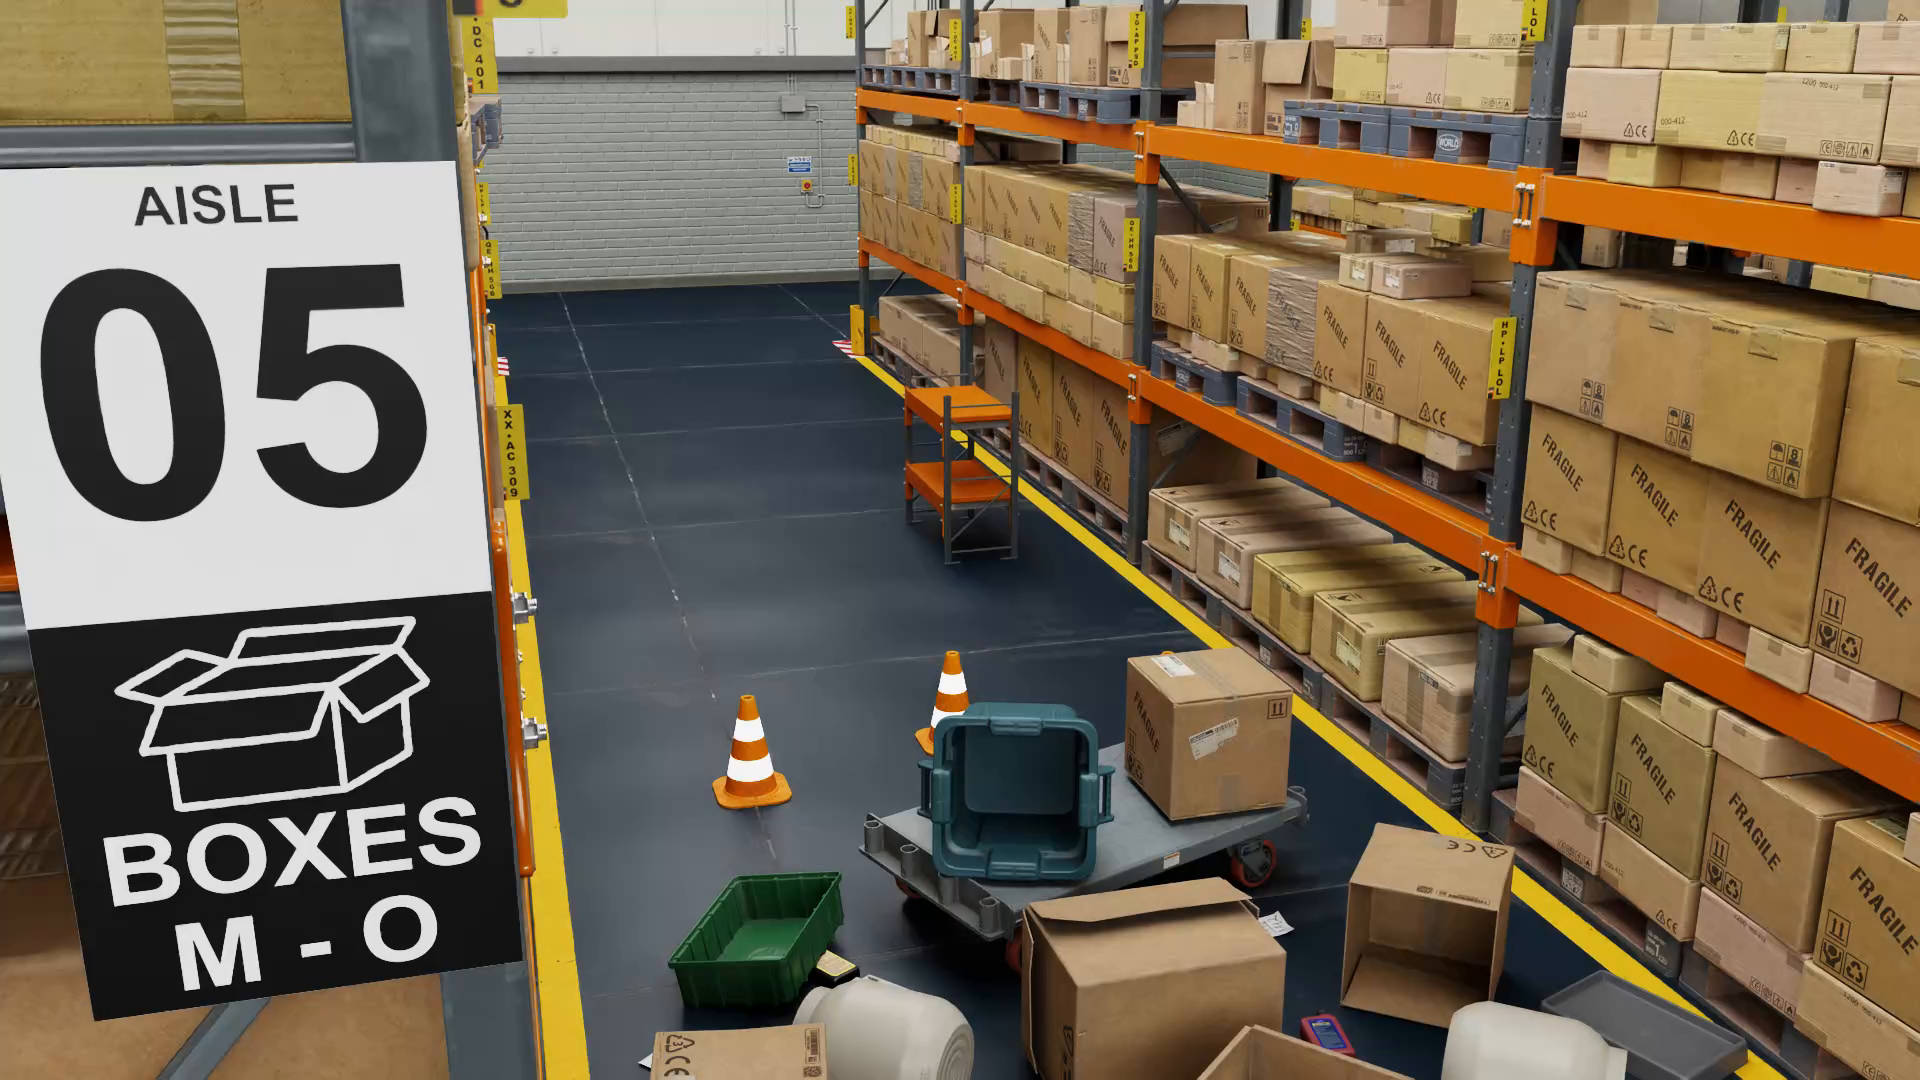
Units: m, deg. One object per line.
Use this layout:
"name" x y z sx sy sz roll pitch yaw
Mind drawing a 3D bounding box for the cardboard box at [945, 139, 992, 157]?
"cardboard box" 0.078 -3.476 14.770 0.380 0.149 0.250 -5 17 -15

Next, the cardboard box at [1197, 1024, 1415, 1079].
"cardboard box" 0.877 1.802 4.578 0.637 0.503 0.797 11 20 32

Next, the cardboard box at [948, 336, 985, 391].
"cardboard box" 0.427 -1.583 15.233 0.875 0.438 0.875 -5 17 -16

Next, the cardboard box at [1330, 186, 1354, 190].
"cardboard box" 4.550 -3.891 18.936 0.500 0.250 0.500 -4 17 -14

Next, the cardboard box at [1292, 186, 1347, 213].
"cardboard box" 4.034 -3.851 18.801 0.500 0.250 0.500 -5 17 -15

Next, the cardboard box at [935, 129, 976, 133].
"cardboard box" -0.034 -4.004 16.527 0.380 0.149 0.250 -5 17 -16

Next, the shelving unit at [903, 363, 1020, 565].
"shelving unit" -0.002 -0.541 11.296 0.538 1.125 1.048 -5 17 -15

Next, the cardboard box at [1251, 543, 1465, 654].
"cardboard box" 2.155 0.307 9.052 0.950 0.372 0.625 -4 17 -13

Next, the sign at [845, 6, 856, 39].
"sign" -1.138 -5.384 17.292 0.100 0.325 0.005 -5 17 -15

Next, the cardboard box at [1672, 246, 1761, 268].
"cardboard box" 5.766 -2.110 12.792 0.500 0.250 0.500 -6 18 -18

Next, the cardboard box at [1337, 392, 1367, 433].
"cardboard box" 2.053 -0.629 8.037 0.380 0.149 0.250 -5 17 -15

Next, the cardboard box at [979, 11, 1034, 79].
"cardboard box" 0.459 -3.846 12.924 0.500 0.500 0.500 -5 17 -16

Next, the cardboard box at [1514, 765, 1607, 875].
"cardboard box" 2.597 1.086 6.672 0.500 0.250 0.500 -6 18 -18

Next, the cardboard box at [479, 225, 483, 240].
"cardboard box" -4.376 -2.634 14.314 0.500 0.500 0.500 -5 17 -16

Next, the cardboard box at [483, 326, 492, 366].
"cardboard box" -2.754 -0.846 8.880 0.500 0.500 0.500 -5 17 -15

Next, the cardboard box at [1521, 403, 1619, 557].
"cardboard box" 2.548 -0.261 6.416 0.500 0.500 0.500 -5 17 -15

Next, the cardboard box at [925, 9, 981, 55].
"cardboard box" 0.095 -4.533 15.030 0.797 0.503 0.637 -3 17 -11

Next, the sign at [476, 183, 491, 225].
"sign" -3.703 -2.607 12.905 0.100 0.325 0.005 -5 17 -15

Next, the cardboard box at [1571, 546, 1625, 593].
"cardboard box" 2.592 0.084 6.394 0.380 0.149 0.250 -4 17 -14

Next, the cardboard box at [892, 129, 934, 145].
"cardboard box" -0.458 -3.963 16.392 0.380 0.149 0.250 -5 17 -15

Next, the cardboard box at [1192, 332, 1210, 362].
"cardboard box" 1.582 -1.137 9.729 0.380 0.149 0.250 -6 18 -19

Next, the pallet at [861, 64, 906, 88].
"pallet" -0.389 -4.723 16.902 1.003 0.211 1.213 -5 17 -15

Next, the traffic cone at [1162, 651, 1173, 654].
"traffic cone" 1.008 0.768 8.090 0.336 0.463 0.334 -5 17 -15

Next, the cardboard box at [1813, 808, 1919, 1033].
"cardboard box" 3.044 1.164 5.110 0.500 0.500 0.500 -5 17 -17

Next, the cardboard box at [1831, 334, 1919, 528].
"cardboard box" 3.069 -0.324 4.886 0.700 0.500 0.500 -5 17 -16

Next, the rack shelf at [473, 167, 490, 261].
"rack shelf" -2.587 -1.440 7.069 1.077 0.370 4.000 -5 17 -15

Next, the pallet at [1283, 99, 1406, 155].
"pallet" 2.339 -2.027 8.097 1.213 0.211 1.003 -5 17 -15

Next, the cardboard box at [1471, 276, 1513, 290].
"cardboard box" 2.581 -1.034 8.261 0.500 0.500 0.500 -5 17 -16

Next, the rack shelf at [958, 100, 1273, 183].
"rack shelf" 1.046 -2.966 12.148 1.077 0.370 4.000 -5 17 -15

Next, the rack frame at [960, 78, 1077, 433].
"rack frame" 0.496 -2.427 14.318 1.000 3.000 0.127 -5 17 -15

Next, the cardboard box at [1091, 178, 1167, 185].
"cardboard box" 1.287 -2.424 12.395 0.500 0.500 0.500 -4 17 -14

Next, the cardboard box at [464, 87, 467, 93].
"cardboard box" -1.141 -0.793 3.198 0.380 0.149 0.250 -5 17 -15

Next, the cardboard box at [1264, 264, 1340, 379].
"cardboard box" 1.929 -1.140 8.614 0.500 0.500 0.500 -5 18 -17

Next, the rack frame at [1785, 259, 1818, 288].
"rack frame" 6.367 -1.714 11.945 1.000 3.000 0.127 -5 17 -15

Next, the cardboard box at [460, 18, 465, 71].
"cardboard box" -1.655 -1.435 4.642 0.500 0.250 0.500 -5 17 -16

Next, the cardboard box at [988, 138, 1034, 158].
"cardboard box" 0.462 -3.509 14.882 0.380 0.149 0.250 -5 17 -16

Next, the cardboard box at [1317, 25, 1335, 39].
"cardboard box" 4.170 -5.389 17.839 0.500 0.250 0.500 -5 17 -16

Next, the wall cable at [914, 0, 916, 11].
"wall cable" -1.713 -8.017 22.498 2.355 3.000 0.029 -5 17 -15

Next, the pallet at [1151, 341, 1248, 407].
"pallet" 1.894 -1.040 10.034 1.213 0.211 1.003 -5 17 -15

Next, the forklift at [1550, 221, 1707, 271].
"forklift" 4.138 -1.094 10.000 1.130 2.935 3.031 -6 18 -19

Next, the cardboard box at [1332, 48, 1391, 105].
"cardboard box" 2.122 -2.212 7.918 0.500 0.250 0.500 -4 17 -15

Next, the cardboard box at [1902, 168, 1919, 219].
"cardboard box" 2.968 -0.998 4.782 0.380 0.149 0.250 -5 17 -15

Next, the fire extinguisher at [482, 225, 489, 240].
"fire extinguisher" -4.960 -3.005 17.024 0.296 0.674 0.183 -5 17 -15

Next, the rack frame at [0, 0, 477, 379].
"rack frame" -0.938 -1.562 1.009 1.000 3.000 0.127 -5 17 -15

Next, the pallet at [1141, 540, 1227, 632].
"pallet" 1.809 0.231 10.316 1.003 0.211 1.213 -5 17 -15

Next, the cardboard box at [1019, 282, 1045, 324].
"cardboard box" 0.761 -1.788 12.450 0.500 0.250 0.500 -5 17 -16

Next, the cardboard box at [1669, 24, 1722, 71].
"cardboard box" 2.631 -1.656 5.588 0.380 0.149 0.250 -5 18 -17

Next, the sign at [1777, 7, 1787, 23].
"sign" 3.214 -1.943 6.595 0.100 0.325 0.005 -5 17 -15

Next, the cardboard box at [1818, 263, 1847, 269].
"cardboard box" 6.171 -1.961 11.466 0.380 0.149 0.250 -4 17 -14

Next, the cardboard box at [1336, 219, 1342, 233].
"cardboard box" 4.304 -3.410 18.026 0.380 0.149 0.250 -4 17 -14

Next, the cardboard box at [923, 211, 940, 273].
"cardboard box" -0.024 -2.725 15.136 0.500 0.500 0.500 -5 17 -17

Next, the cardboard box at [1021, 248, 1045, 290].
"cardboard box" 0.770 -2.027 12.379 0.500 0.250 0.500 -5 17 -17

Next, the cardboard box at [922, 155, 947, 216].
"cardboard box" -0.031 -3.204 14.991 0.500 0.500 0.500 -5 17 -16

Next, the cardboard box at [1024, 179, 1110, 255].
"cardboard box" 0.791 -2.389 12.281 0.500 0.500 0.500 -5 17 -16
